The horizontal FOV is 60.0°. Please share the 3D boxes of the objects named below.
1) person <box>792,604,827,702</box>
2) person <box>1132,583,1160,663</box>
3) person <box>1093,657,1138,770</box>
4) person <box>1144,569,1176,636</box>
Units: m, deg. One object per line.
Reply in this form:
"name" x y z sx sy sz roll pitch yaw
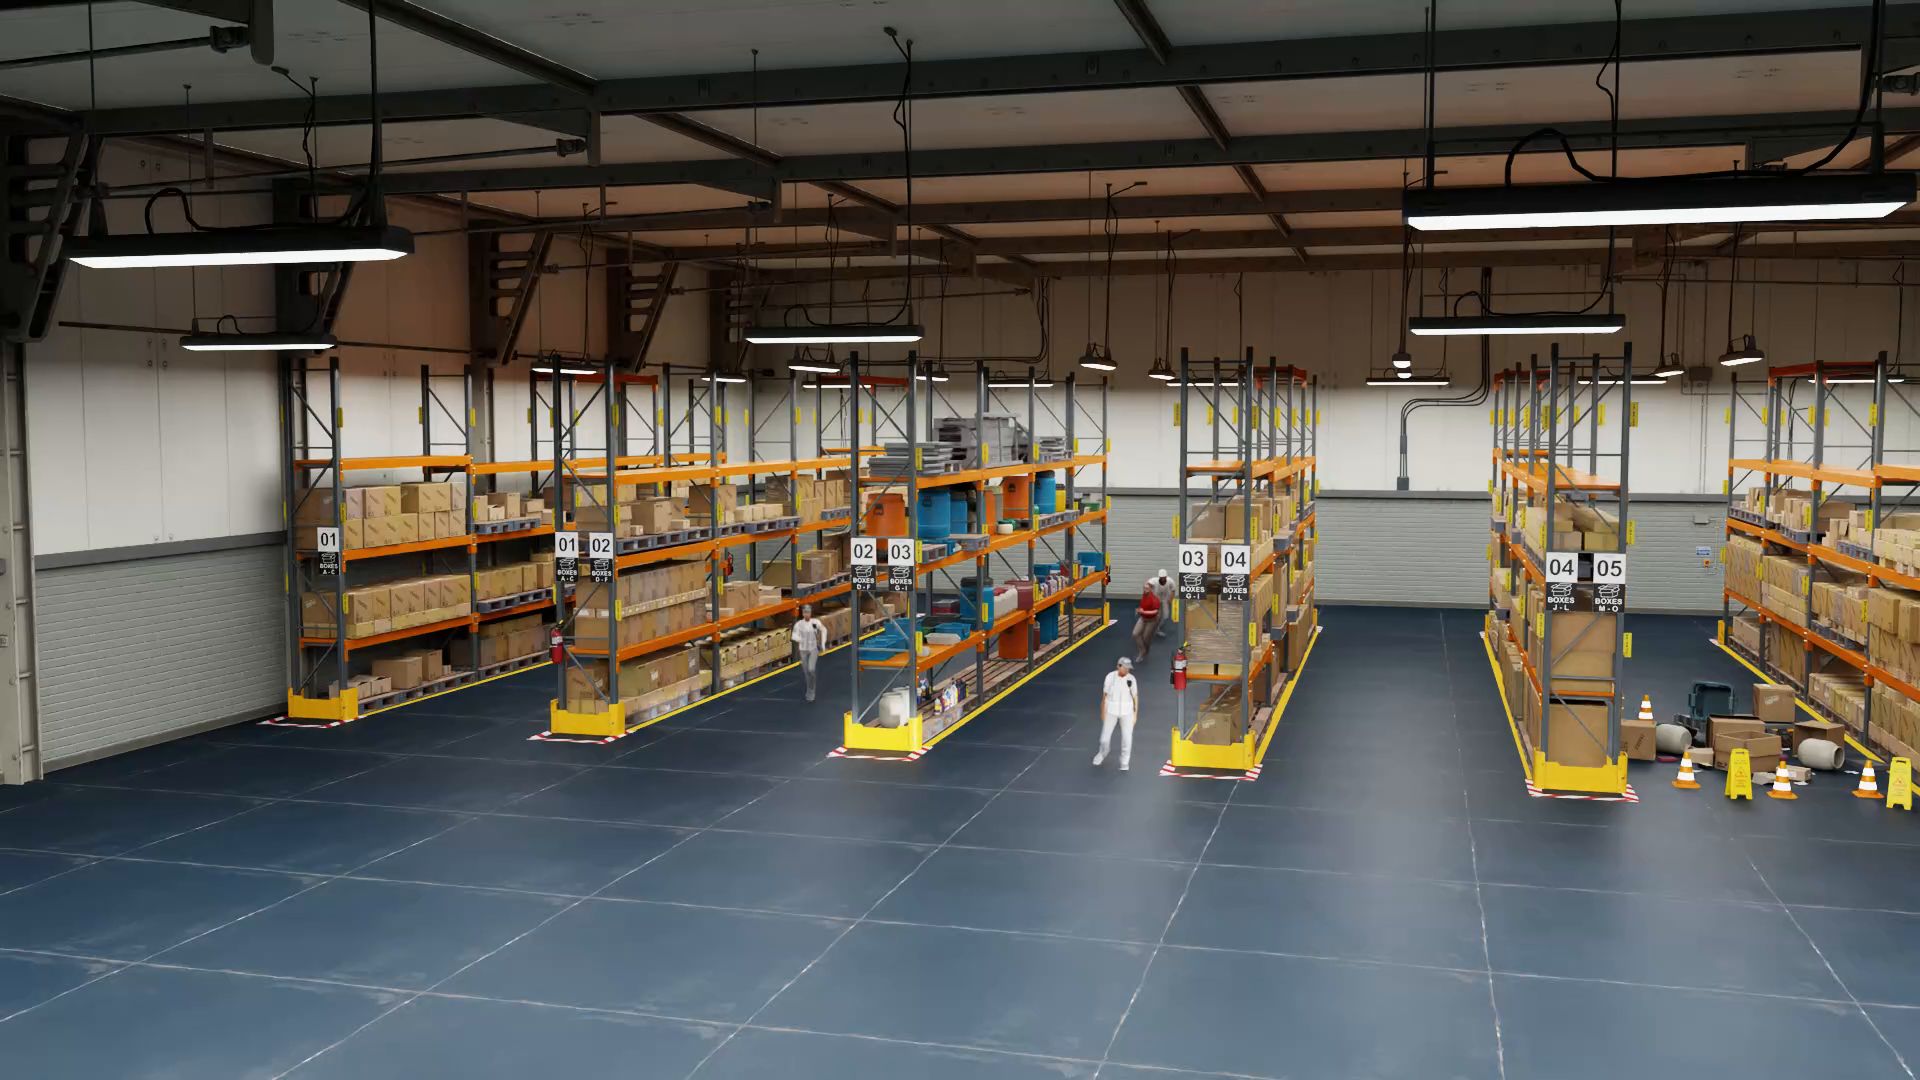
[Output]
"person" -2.684 1.997 29.496 0.548 1.740 0.811 1 4 9
"person" 3.803 1.674 34.010 0.807 1.640 0.726 4 6 42
"person" 2.211 2.450 23.633 0.622 1.627 0.574 0 4 1
"person" 4.576 1.427 38.186 0.722 1.570 0.929 0 4 -2
